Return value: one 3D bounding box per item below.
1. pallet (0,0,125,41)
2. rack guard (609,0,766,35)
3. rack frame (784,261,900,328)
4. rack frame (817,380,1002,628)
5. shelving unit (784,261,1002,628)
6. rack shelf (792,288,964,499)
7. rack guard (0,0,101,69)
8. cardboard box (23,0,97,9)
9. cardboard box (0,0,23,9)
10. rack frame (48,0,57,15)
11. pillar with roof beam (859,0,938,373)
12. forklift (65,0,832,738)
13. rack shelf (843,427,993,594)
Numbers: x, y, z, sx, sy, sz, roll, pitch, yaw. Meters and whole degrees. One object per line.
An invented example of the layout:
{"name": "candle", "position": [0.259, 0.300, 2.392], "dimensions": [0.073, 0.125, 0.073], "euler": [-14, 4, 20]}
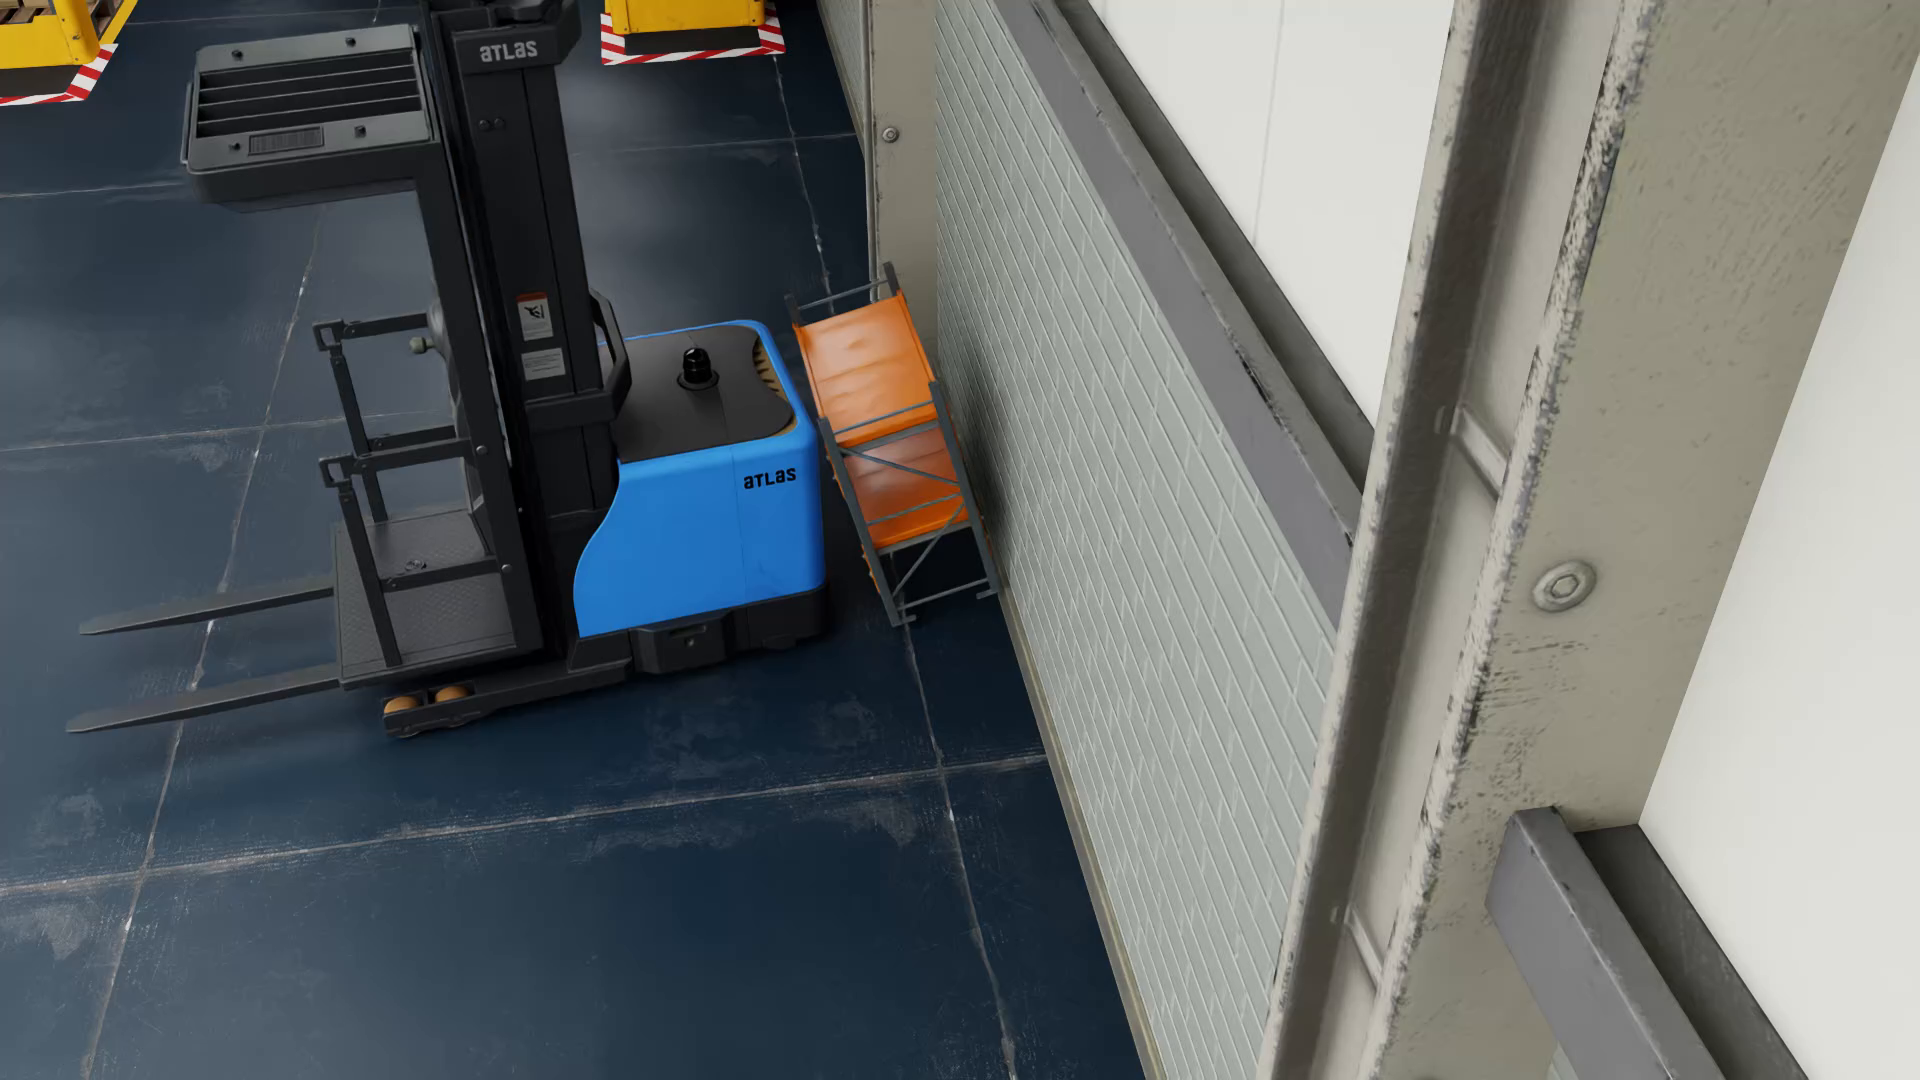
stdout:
{"name": "pallet", "position": [-7.118, -4.133, 12.898], "dimensions": [1.003, 0.211, 1.213], "euler": [-6, 38, -8]}
{"name": "rack guard", "position": [-2.107, -4.228, 12.785], "dimensions": [1.175, 0.500, 0.348], "euler": [-6, 38, -8]}
{"name": "rack frame", "position": [-0.405, -0.726, 7.666], "dimensions": [0.500, 1.125, 0.032], "euler": [-18, 39, -1]}
{"name": "rack frame", "position": [-0.190, -0.126, 6.875], "dimensions": [0.500, 1.125, 0.032], "euler": [-18, 39, -1]}
{"name": "shelving unit", "position": [-0.298, -0.426, 7.270], "dimensions": [0.538, 1.125, 1.048], "euler": [-18, 39, -1]}
{"name": "rack shelf", "position": [-0.366, -0.643, 7.087], "dimensions": [0.538, 0.278, 1.000], "euler": [-18, 39, -1]}
{"name": "rack guard", "position": [-7.011, -3.753, 12.173], "dimensions": [1.175, 0.500, 0.348], "euler": [-6, 38, -8]}
{"name": "cardboard box", "position": [-6.866, -4.291, 12.727], "dimensions": [0.500, 0.250, 0.500], "euler": [-7, 38, -8]}
{"name": "cardboard box", "position": [-7.408, -4.248, 12.671], "dimensions": [0.500, 0.250, 0.500], "euler": [-6, 38, -8]}
{"name": "rack frame", "position": [-6.997, -4.694, 11.347], "dimensions": [1.000, 3.000, 0.127], "euler": [-6, 38, -8]}
{"name": "pillar with roof beam", "position": [-4.532, -4.029, 5.602], "dimensions": [9.100, 9.000, 0.400], "euler": [-6, 38, -8]}
{"name": "forklift", "position": [-2.128, -0.725, 6.295], "dimensions": [3.031, 2.935, 1.130], "euler": [-11, 39, -14]}
{"name": "rack shelf", "position": [-0.241, -0.244, 7.424], "dimensions": [0.538, 0.278, 1.000], "euler": [-18, 39, -1]}
